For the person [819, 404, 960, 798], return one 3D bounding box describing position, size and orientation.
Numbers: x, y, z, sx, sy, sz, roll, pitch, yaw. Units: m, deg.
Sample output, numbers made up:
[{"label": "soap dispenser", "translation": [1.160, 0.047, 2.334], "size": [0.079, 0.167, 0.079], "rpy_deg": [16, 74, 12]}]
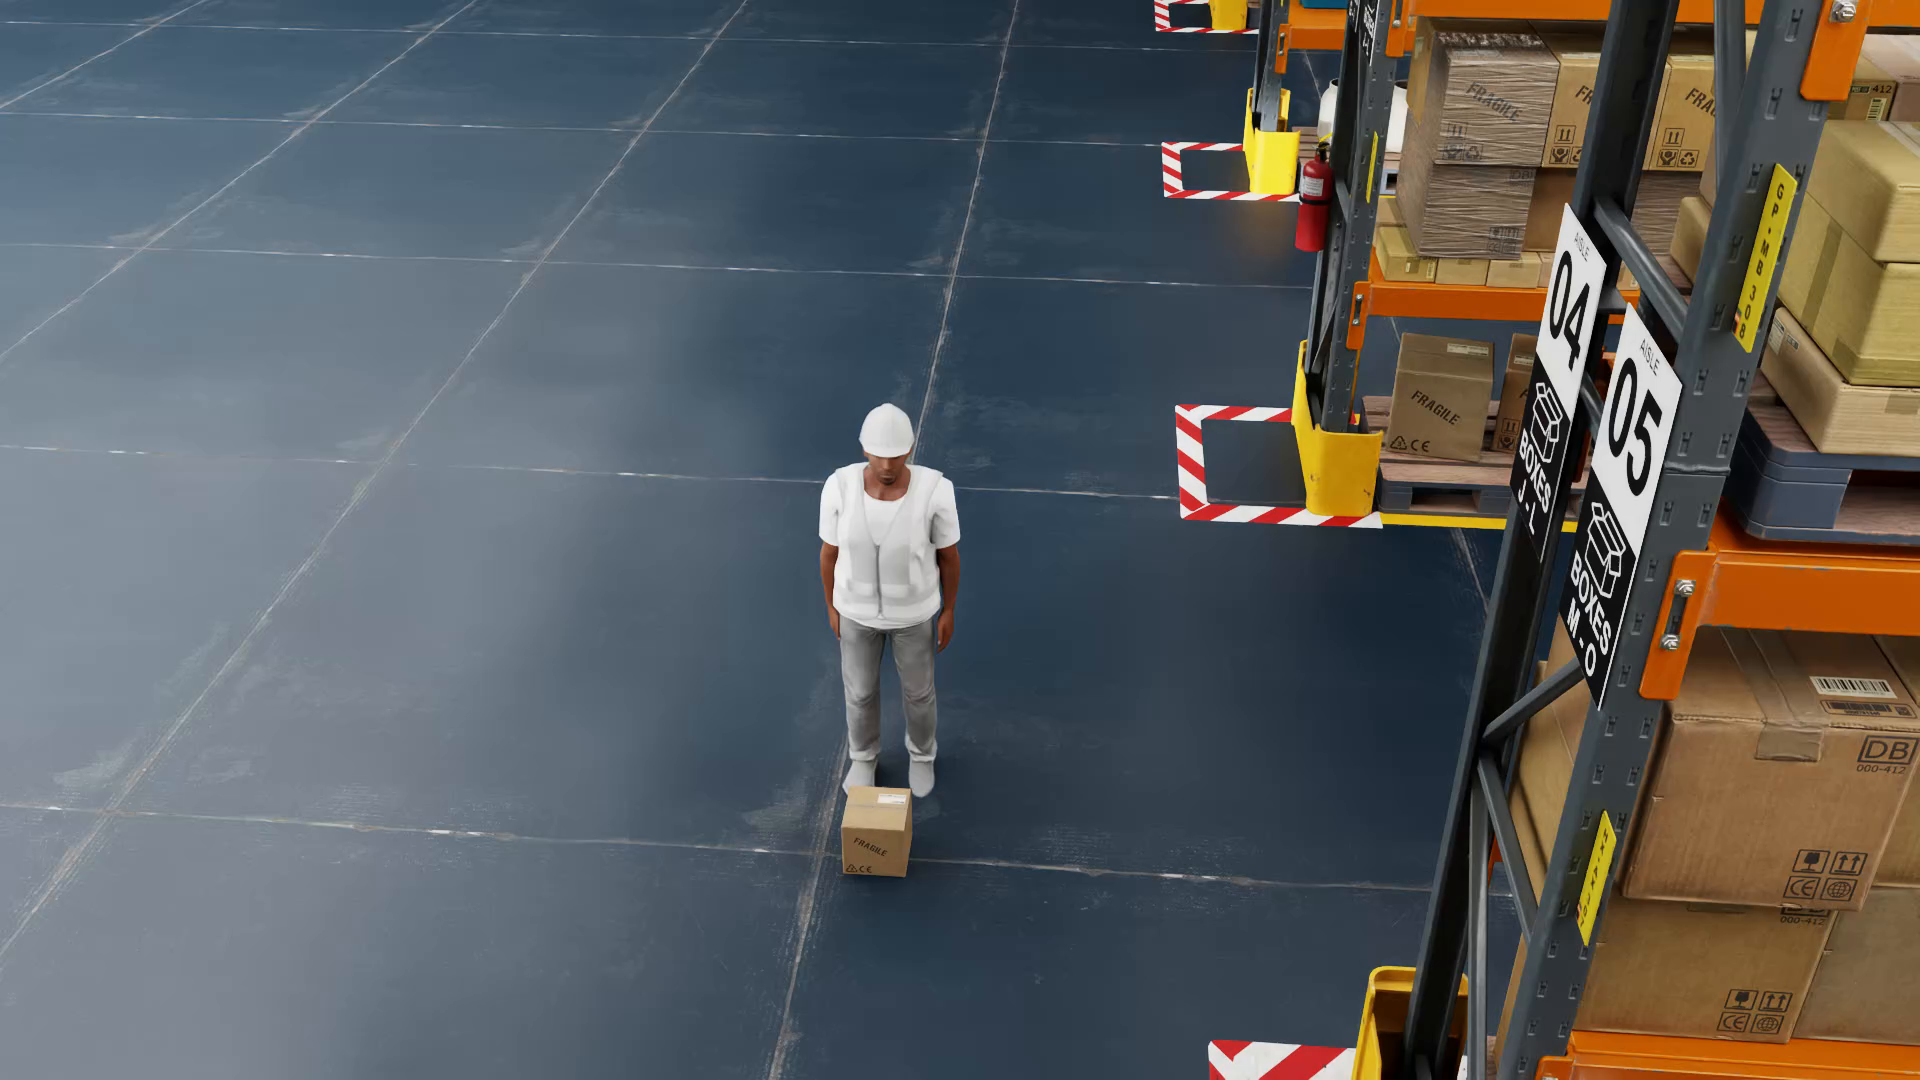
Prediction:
[{"label": "person", "translation": [-0.282, 0.286, 6.687], "size": [0.562, 1.794, 0.372], "rpy_deg": [3, 32, 5]}]
